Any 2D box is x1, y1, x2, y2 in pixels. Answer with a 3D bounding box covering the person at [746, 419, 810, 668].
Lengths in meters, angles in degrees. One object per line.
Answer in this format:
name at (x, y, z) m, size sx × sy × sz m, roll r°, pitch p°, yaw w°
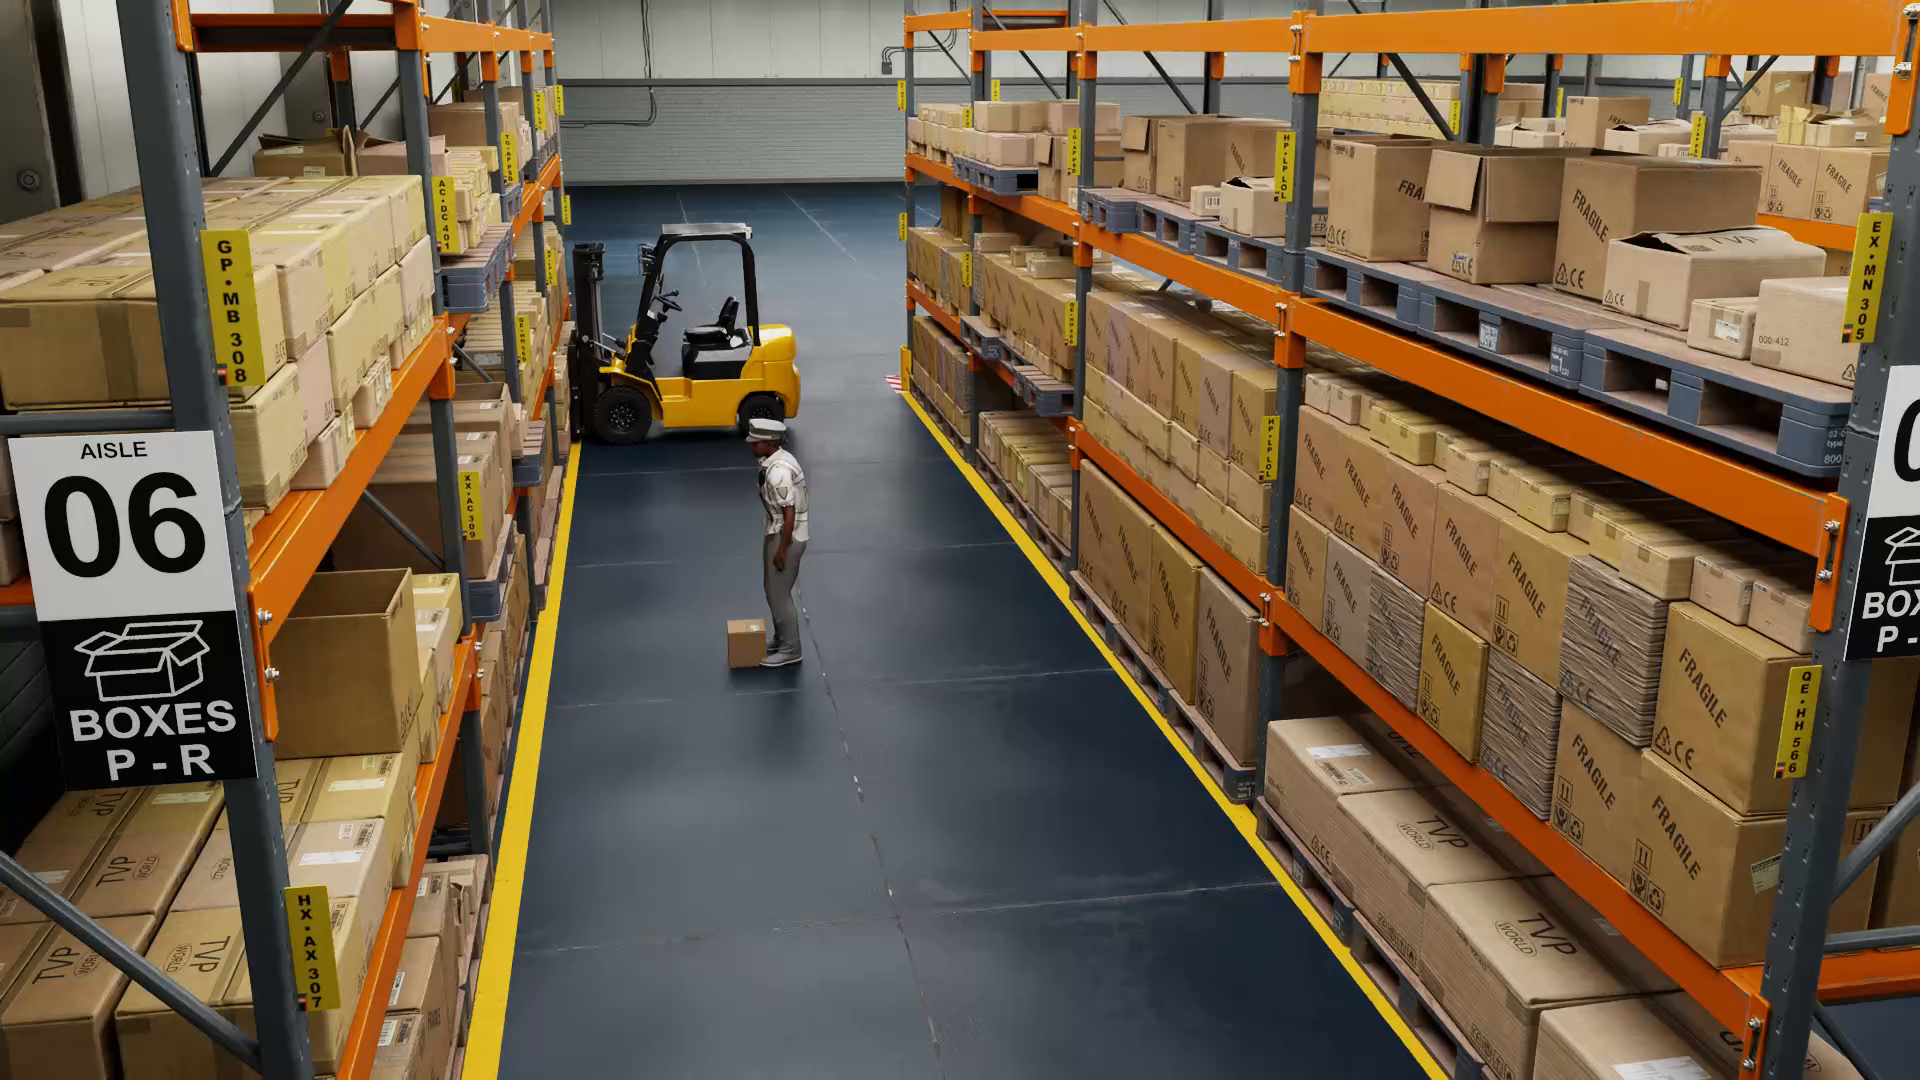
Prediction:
person at (-1.203, 0.002, 11.024) m, size 0.393 × 1.663 × 0.532 m, roll -4°, pitch 17°, yaw -14°
